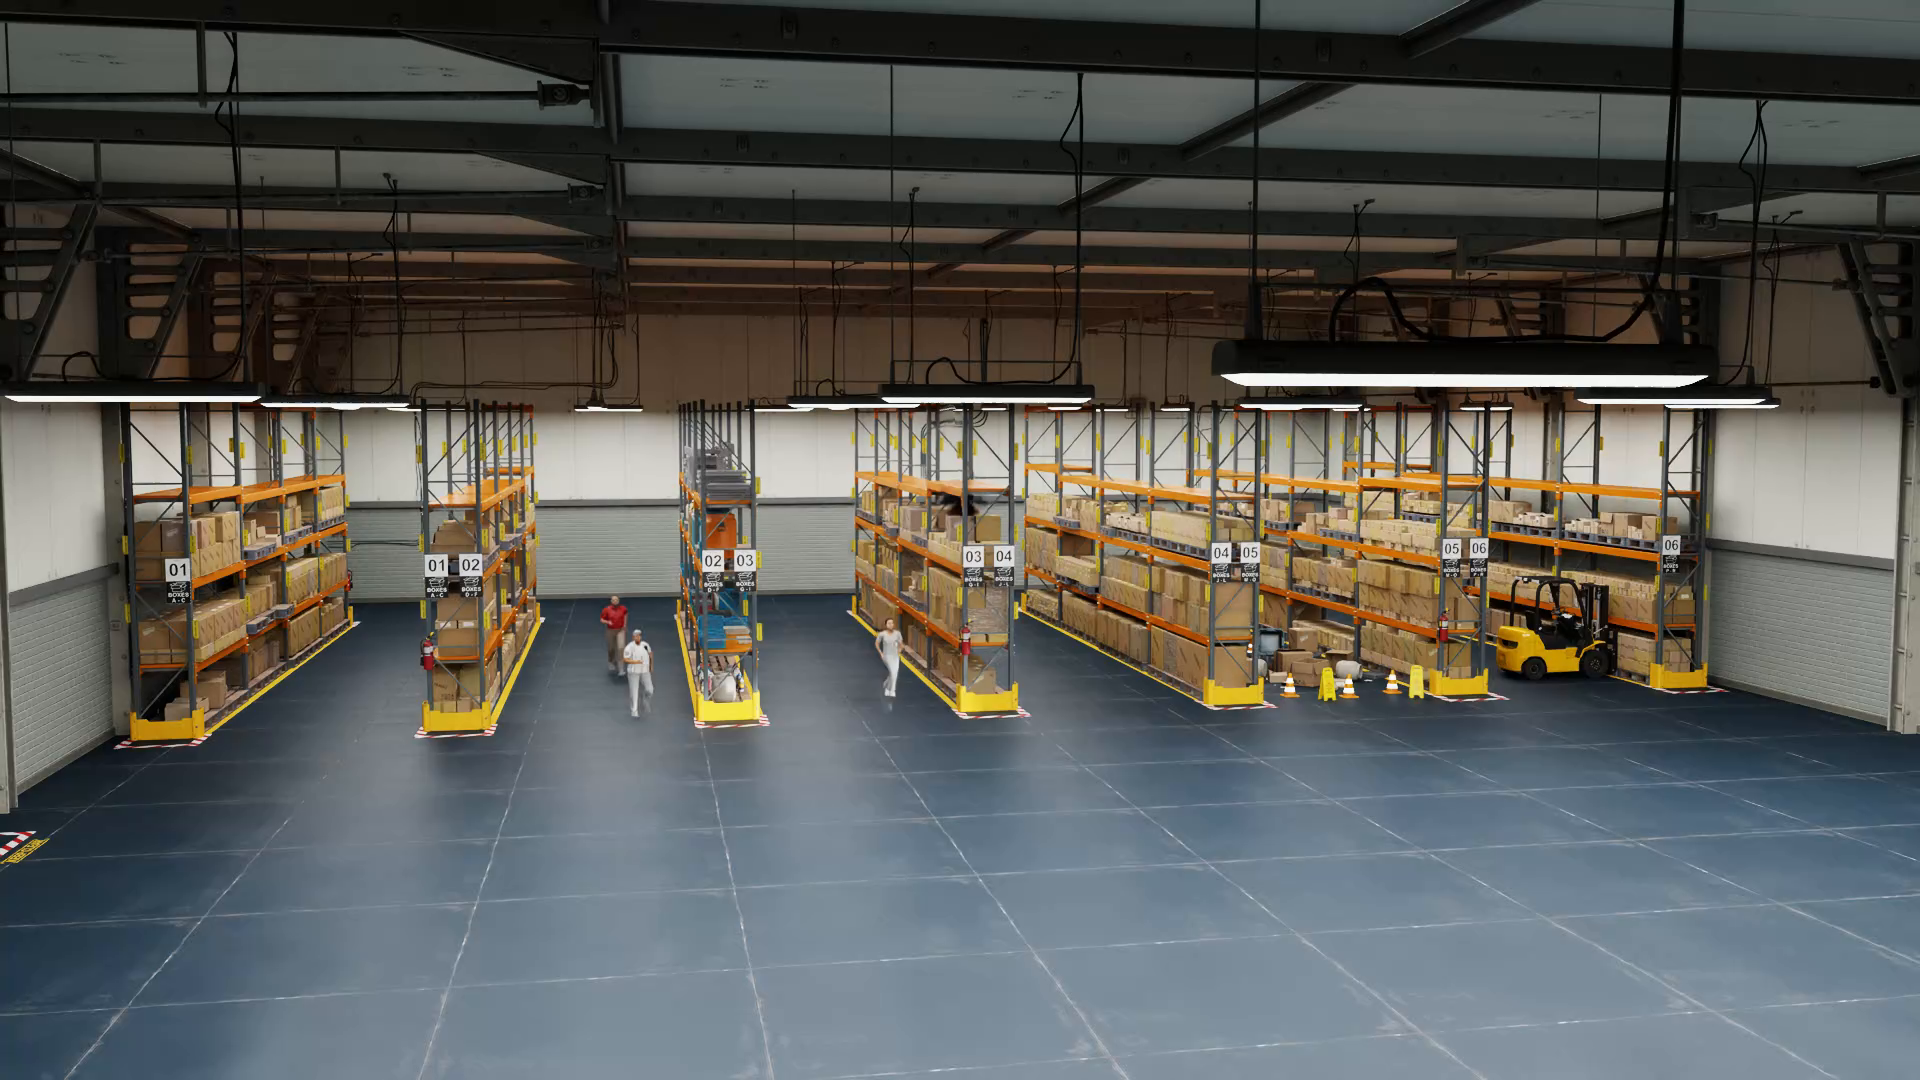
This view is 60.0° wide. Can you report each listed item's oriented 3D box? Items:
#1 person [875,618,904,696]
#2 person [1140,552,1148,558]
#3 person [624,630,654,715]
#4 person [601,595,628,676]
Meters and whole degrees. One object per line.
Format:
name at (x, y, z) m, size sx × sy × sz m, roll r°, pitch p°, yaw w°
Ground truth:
person at (-1.366, 2.300, 32.572) m, size 0.558 × 1.581 × 0.875 m, roll -1°, pitch 5°, yaw -19°
person at (5.419, 0.964, 50.281) m, size 0.695 × 1.677 × 0.632 m, roll -1°, pitch 4°, yaw -15°
person at (-6.062, 2.521, 31.523) m, size 0.608 × 1.649 × 0.623 m, roll -2°, pitch 5°, yaw -28°
person at (-7.632, 2.088, 36.754) m, size 0.608 × 1.767 × 0.909 m, roll -1°, pitch 4°, yaw -14°
